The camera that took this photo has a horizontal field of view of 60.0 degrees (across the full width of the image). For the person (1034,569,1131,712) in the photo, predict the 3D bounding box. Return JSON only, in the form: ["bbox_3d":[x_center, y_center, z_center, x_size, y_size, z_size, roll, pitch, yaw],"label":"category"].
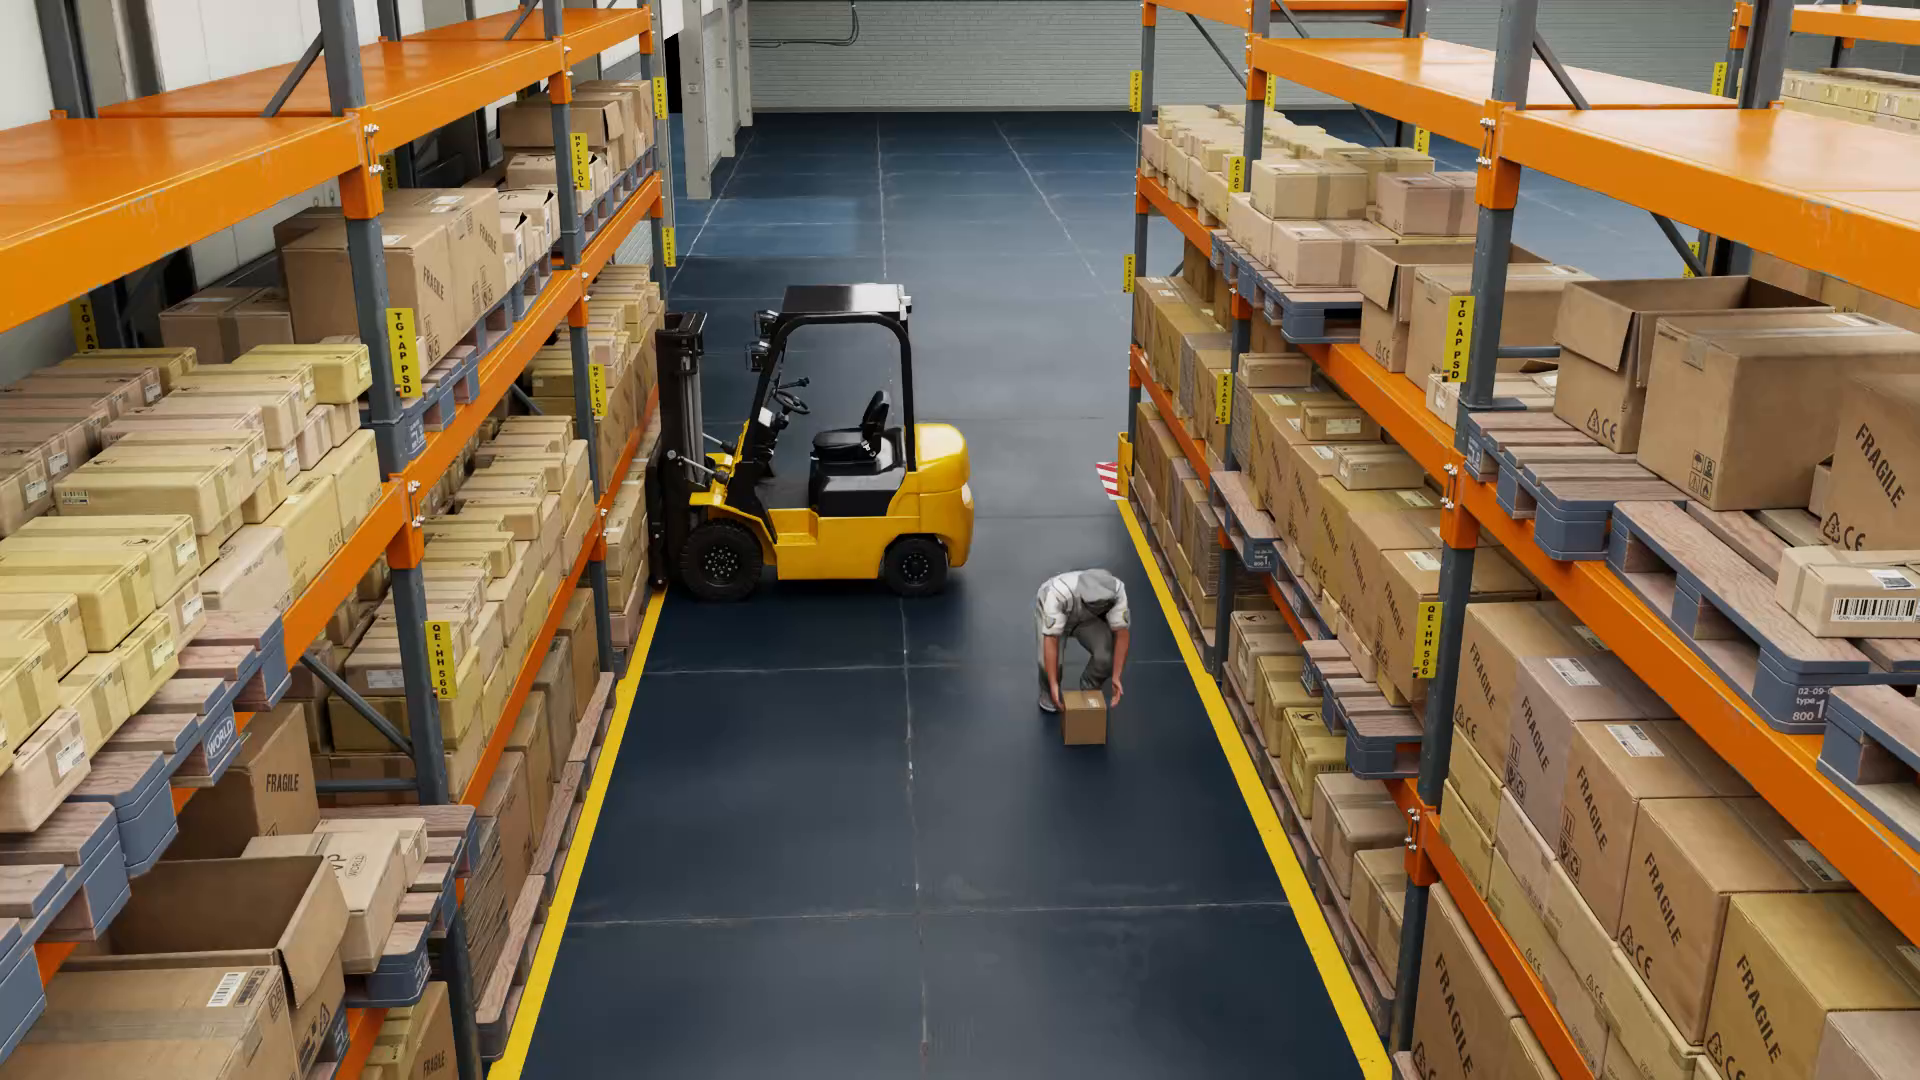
[{"bbox_3d":[0.764,0.588,10.458,0.572,1.075,0.933,-1,20,-4],"label":"person"}]
